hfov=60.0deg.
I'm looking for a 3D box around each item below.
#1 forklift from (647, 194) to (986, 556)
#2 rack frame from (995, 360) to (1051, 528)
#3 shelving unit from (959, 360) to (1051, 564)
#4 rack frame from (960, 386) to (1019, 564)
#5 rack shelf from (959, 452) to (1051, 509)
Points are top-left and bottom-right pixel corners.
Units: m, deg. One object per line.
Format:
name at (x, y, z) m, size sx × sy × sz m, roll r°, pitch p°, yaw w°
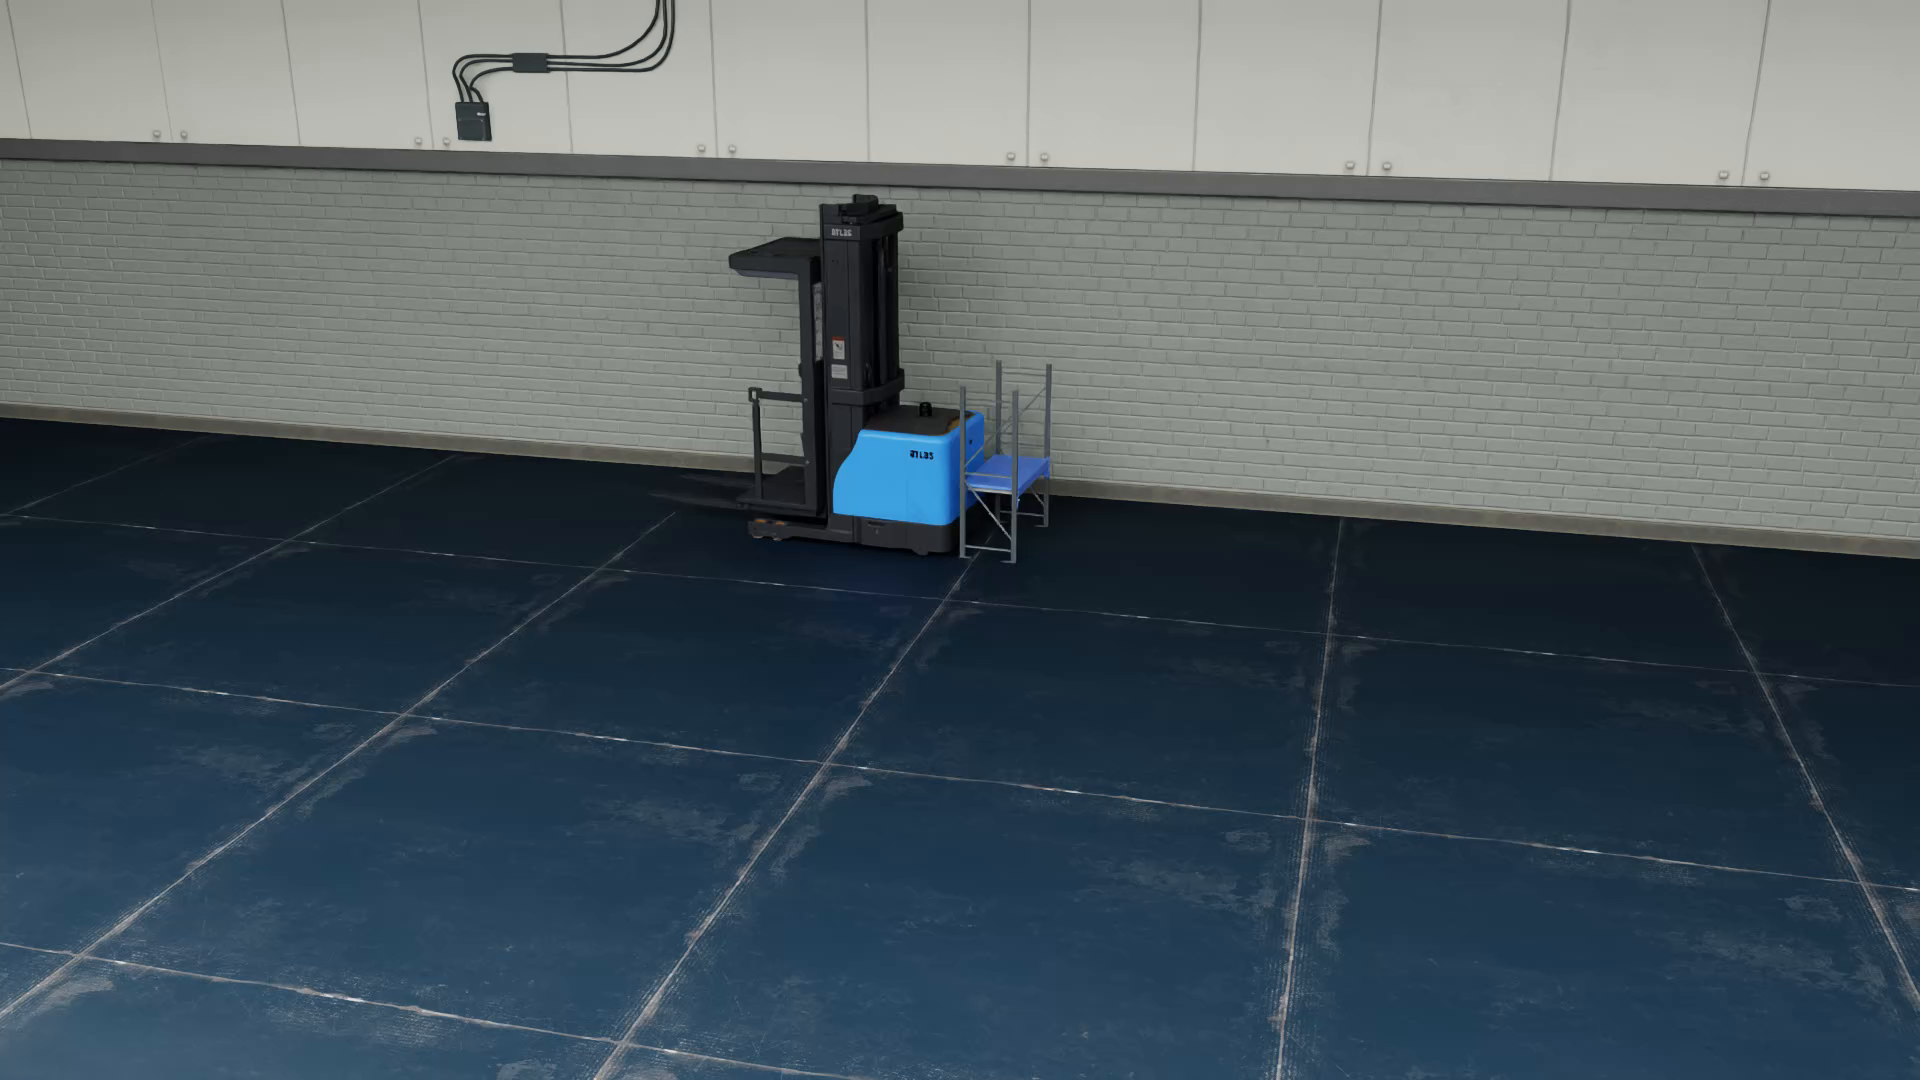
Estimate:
forklift at (-1.342, -1.531, 14.636) m, size 3.031 × 2.935 × 1.130 m, roll 7°, pitch 20°, yaw 19°
rack frame at (0.559, -0.851, 14.858) m, size 0.500 × 1.500 × 0.032 m, roll 6°, pitch 20°, yaw 17°
shelving unit at (0.399, -0.695, 14.401) m, size 0.538 × 1.500 × 1.048 m, roll 6°, pitch 20°, yaw 17°
rack frame at (0.240, -0.539, 13.945) m, size 0.500 × 1.500 × 0.032 m, roll 6°, pitch 20°, yaw 17°
rack shelf at (0.399, -0.525, 14.460) m, size 0.538 × 0.185 × 1.000 m, roll 6°, pitch 20°, yaw 17°
